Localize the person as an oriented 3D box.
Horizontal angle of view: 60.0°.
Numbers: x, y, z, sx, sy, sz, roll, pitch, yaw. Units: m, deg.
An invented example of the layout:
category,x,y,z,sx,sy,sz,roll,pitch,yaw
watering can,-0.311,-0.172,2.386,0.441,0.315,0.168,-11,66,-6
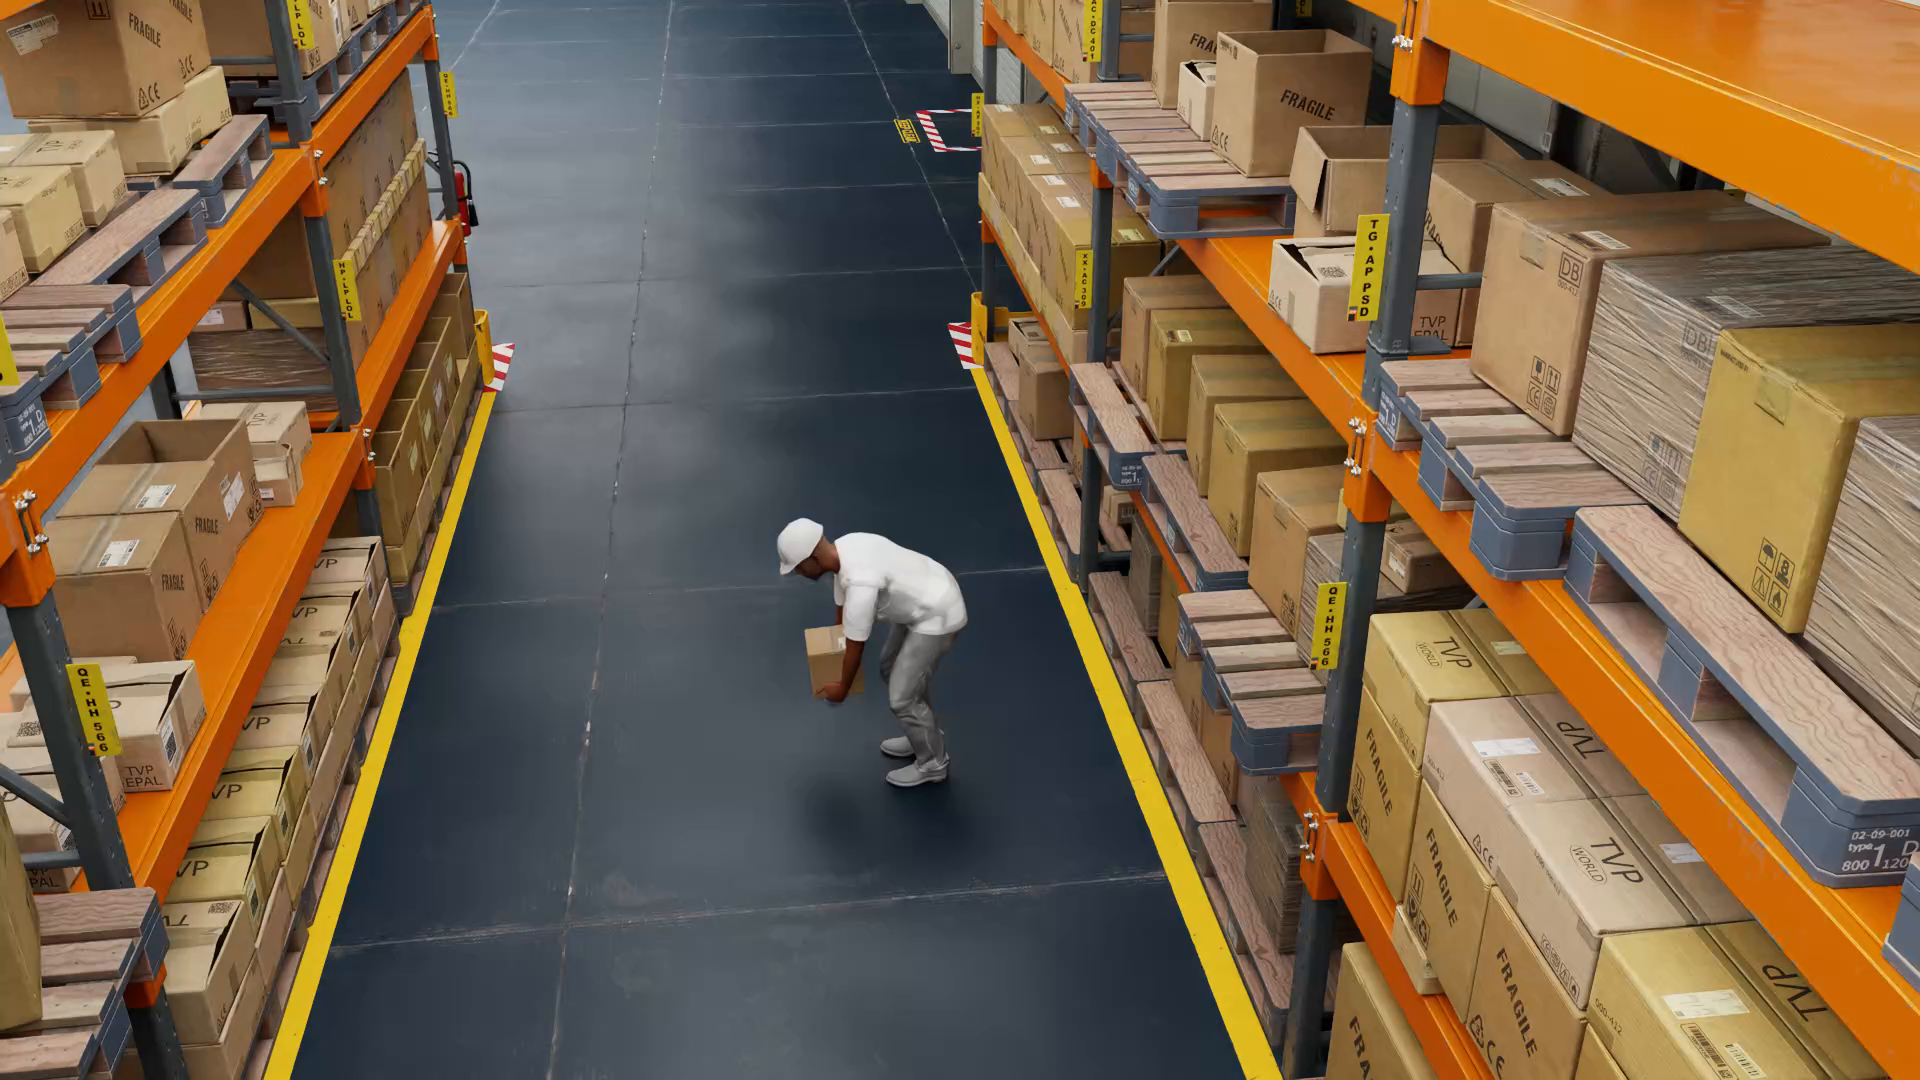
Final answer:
category,x,y,z,sx,sy,sz,roll,pitch,yaw
person,-0.408,0.515,7.967,0.881,1.413,0.489,-4,27,-9
